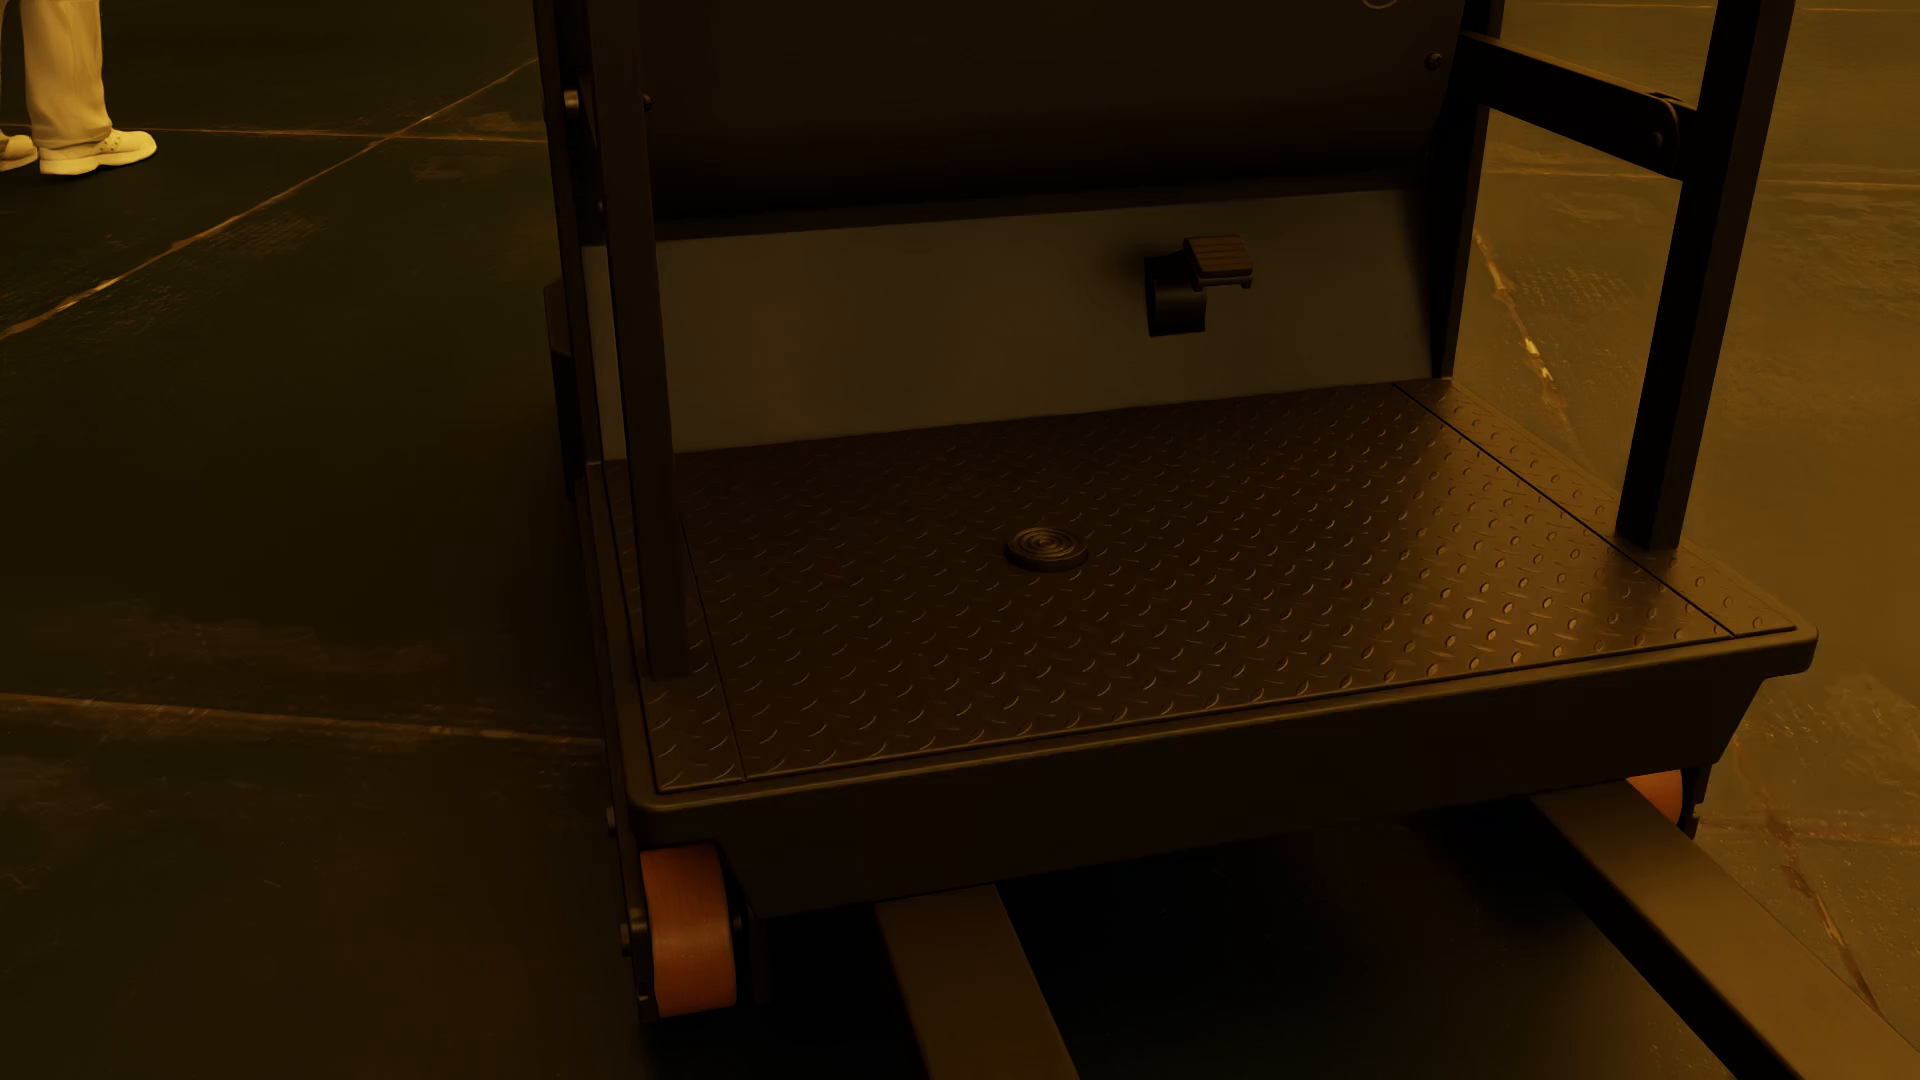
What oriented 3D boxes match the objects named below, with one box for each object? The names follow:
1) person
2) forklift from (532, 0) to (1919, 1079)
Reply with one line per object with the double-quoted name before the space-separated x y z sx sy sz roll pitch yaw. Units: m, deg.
"person" -2.518 -1.782 4.153 0.799 1.738 0.548 14 30 25
"forklift" 0.153 -1.049 1.319 1.130 2.935 3.031 -7 27 -13
